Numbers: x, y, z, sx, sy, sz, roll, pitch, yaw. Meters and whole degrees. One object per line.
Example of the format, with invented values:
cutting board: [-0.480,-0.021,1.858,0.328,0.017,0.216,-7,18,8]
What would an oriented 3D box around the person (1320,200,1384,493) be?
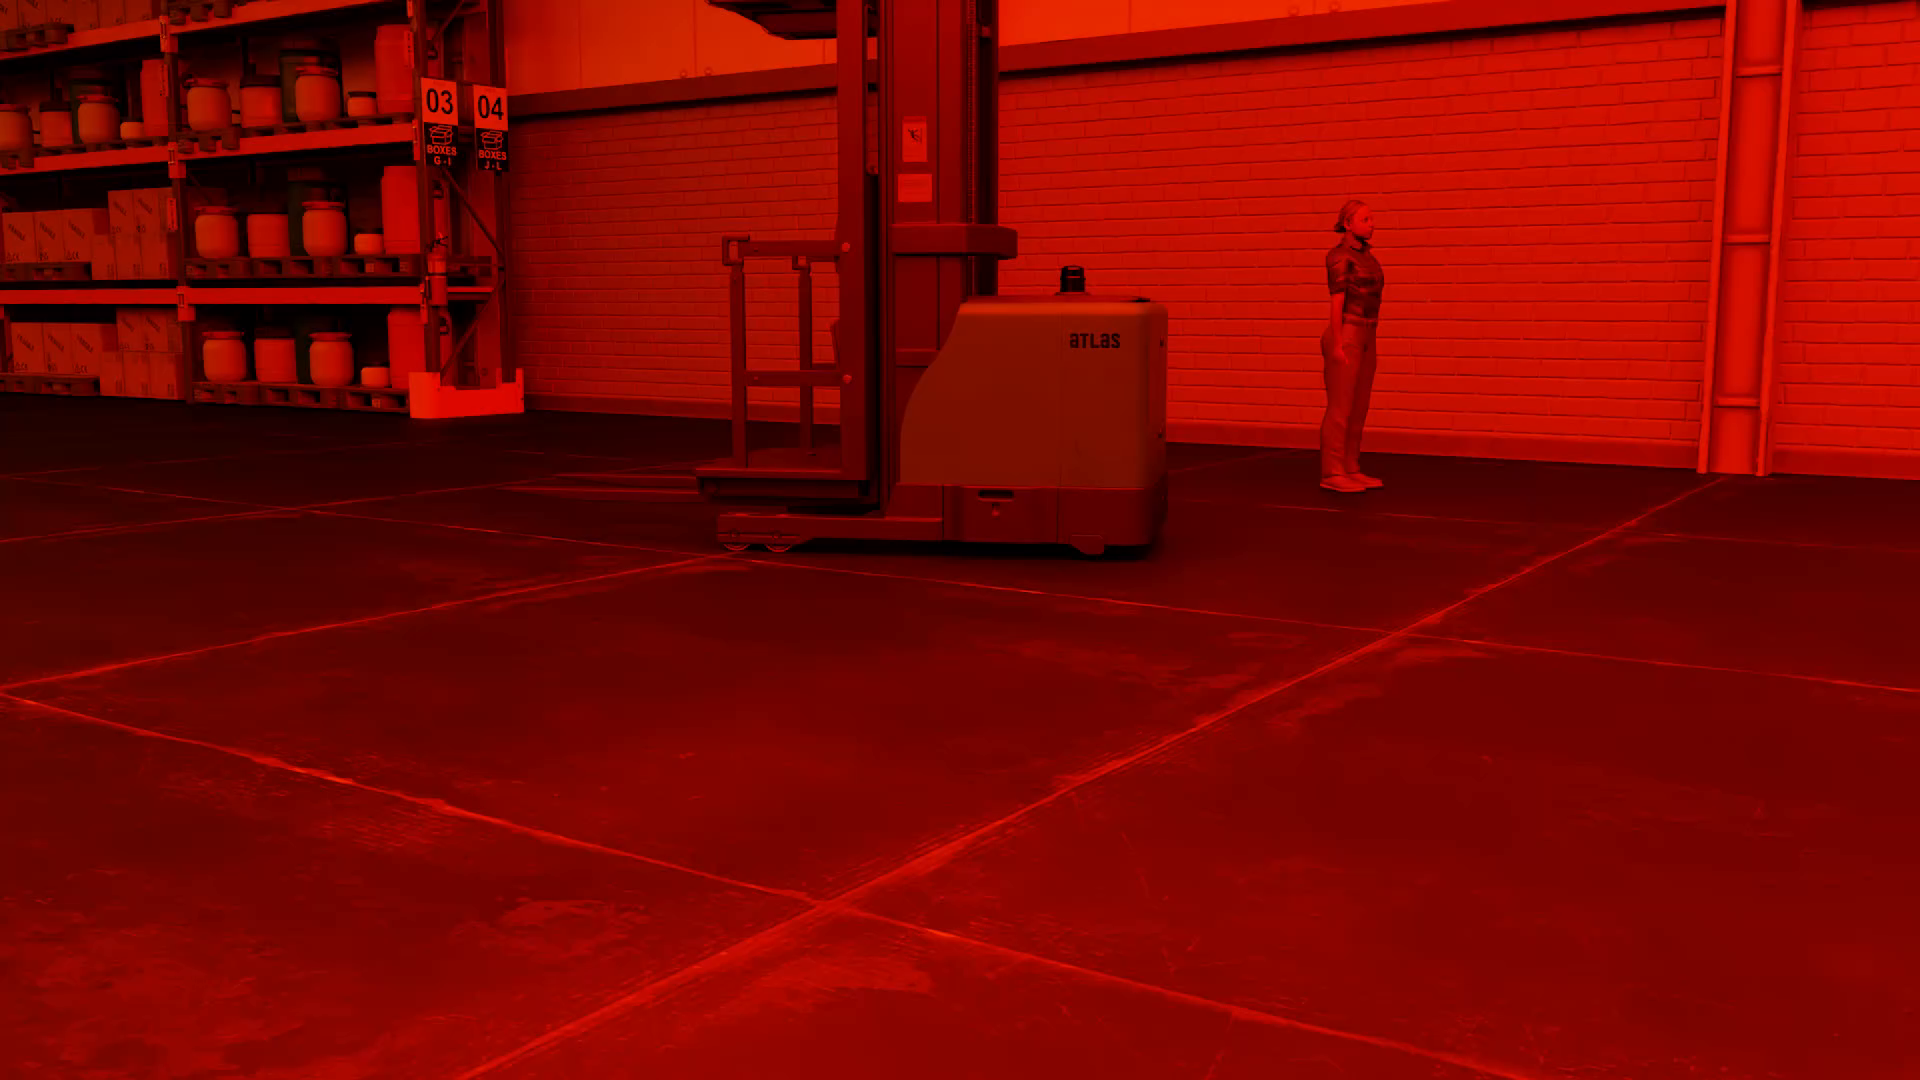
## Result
person: [2.276,-1.119,9.599,0.331,1.661,0.448,6,10,36]

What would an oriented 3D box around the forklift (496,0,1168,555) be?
forklift: [-0.596,-1.469,7.520,3.031,2.935,1.130,2,8,12]
